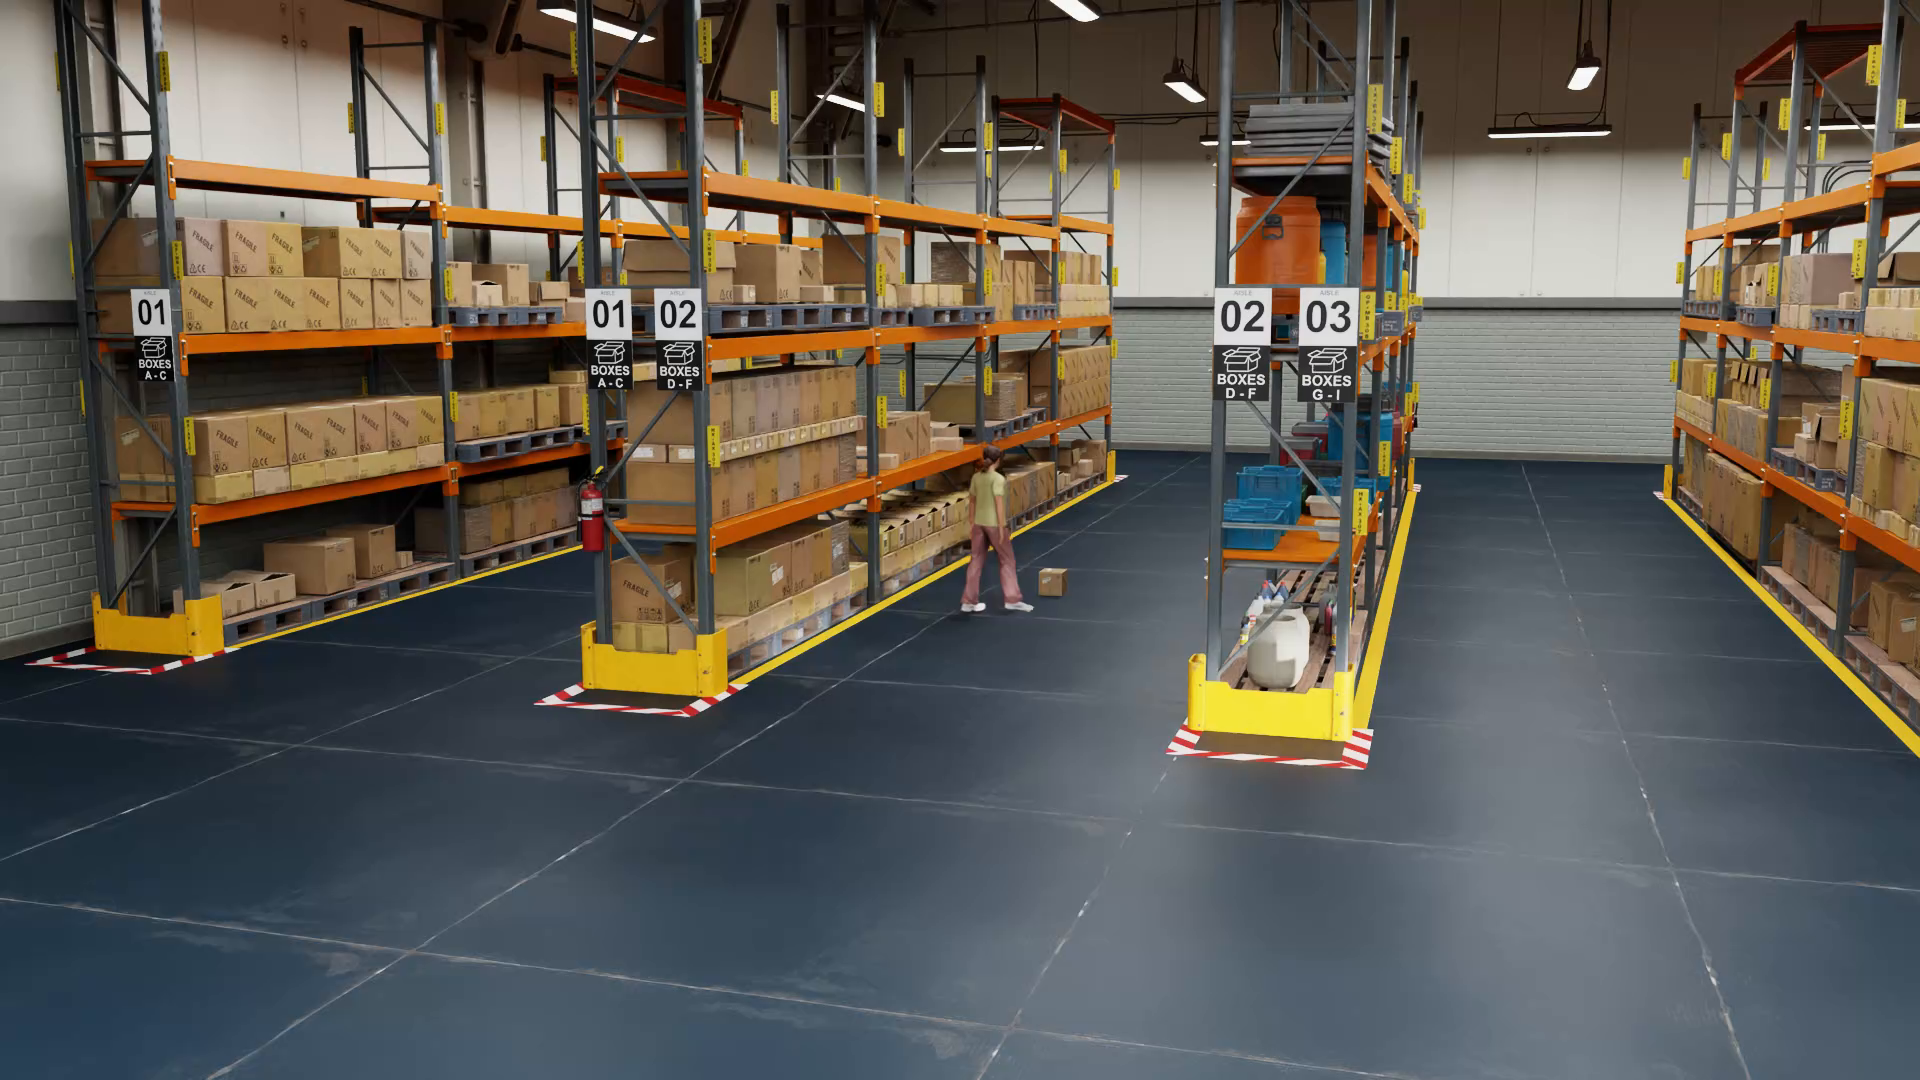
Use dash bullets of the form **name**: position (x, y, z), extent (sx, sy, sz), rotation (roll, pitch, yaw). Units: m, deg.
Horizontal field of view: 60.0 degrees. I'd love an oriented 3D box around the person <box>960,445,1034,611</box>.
- **person**: position (0.315, -0.105, 16.583), extent (0.548, 1.679, 0.710), rotation (8, 11, 43)
